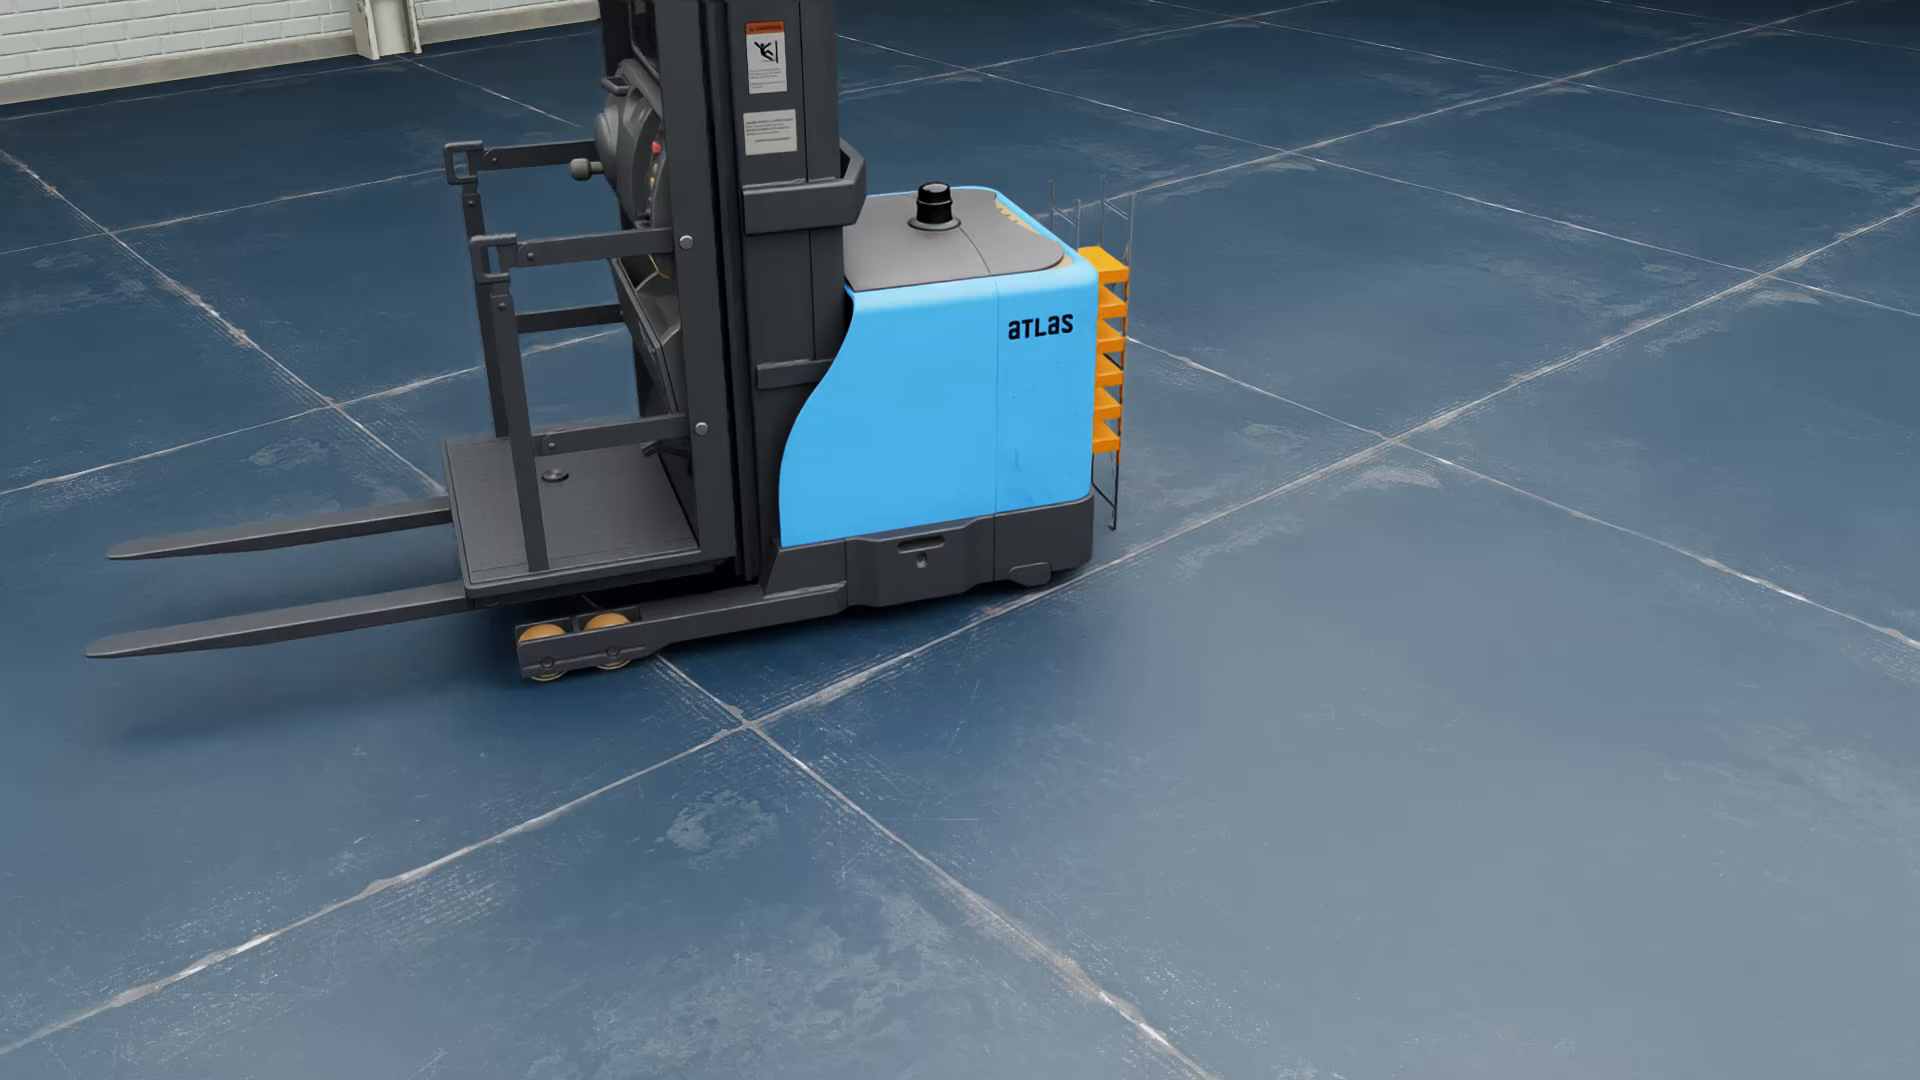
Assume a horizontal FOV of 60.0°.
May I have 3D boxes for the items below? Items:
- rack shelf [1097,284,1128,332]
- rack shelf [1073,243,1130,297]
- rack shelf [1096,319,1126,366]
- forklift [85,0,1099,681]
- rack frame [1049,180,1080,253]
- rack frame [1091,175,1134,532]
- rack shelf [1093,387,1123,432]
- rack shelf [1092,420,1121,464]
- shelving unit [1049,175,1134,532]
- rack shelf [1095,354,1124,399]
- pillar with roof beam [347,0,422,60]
[{"bbox_3d":[0.420,-0.770,5.503,0.180,0.103,0.258,-9,29,-17],"label":"rack shelf"},{"bbox_3d":[0.420,-0.876,5.446,0.180,0.103,0.258,-9,29,-17],"label":"rack shelf"},{"bbox_3d":[0.420,-0.664,5.559,0.180,0.103,0.258,-9,29,-17],"label":"rack shelf"},{"bbox_3d":[-1.136,-1.152,4.797,3.031,2.935,1.130,-9,30,-17],"label":"forklift"},{"bbox_3d":[0.333,-0.583,5.569,0.006,1.200,0.240,-9,29,-17],"label":"rack frame"},{"bbox_3d":[0.506,-0.612,5.622,0.006,1.200,0.240,-9,29,-17],"label":"rack frame"},{"bbox_3d":[0.420,-0.452,5.673,0.180,0.103,0.258,-9,29,-17],"label":"rack shelf"},{"bbox_3d":[0.420,-0.347,5.729,0.180,0.103,0.258,-9,29,-17],"label":"rack shelf"},{"bbox_3d":[0.420,-0.598,5.595,0.189,1.200,0.258,-9,29,-17],"label":"shelving unit"},{"bbox_3d":[0.420,-0.558,5.616,0.180,0.103,0.258,-9,29,-17],"label":"rack shelf"},{"bbox_3d":[-1.575,-6.154,7.719,0.400,9.000,9.100,-22,35,-35],"label":"pillar with roof beam"}]
